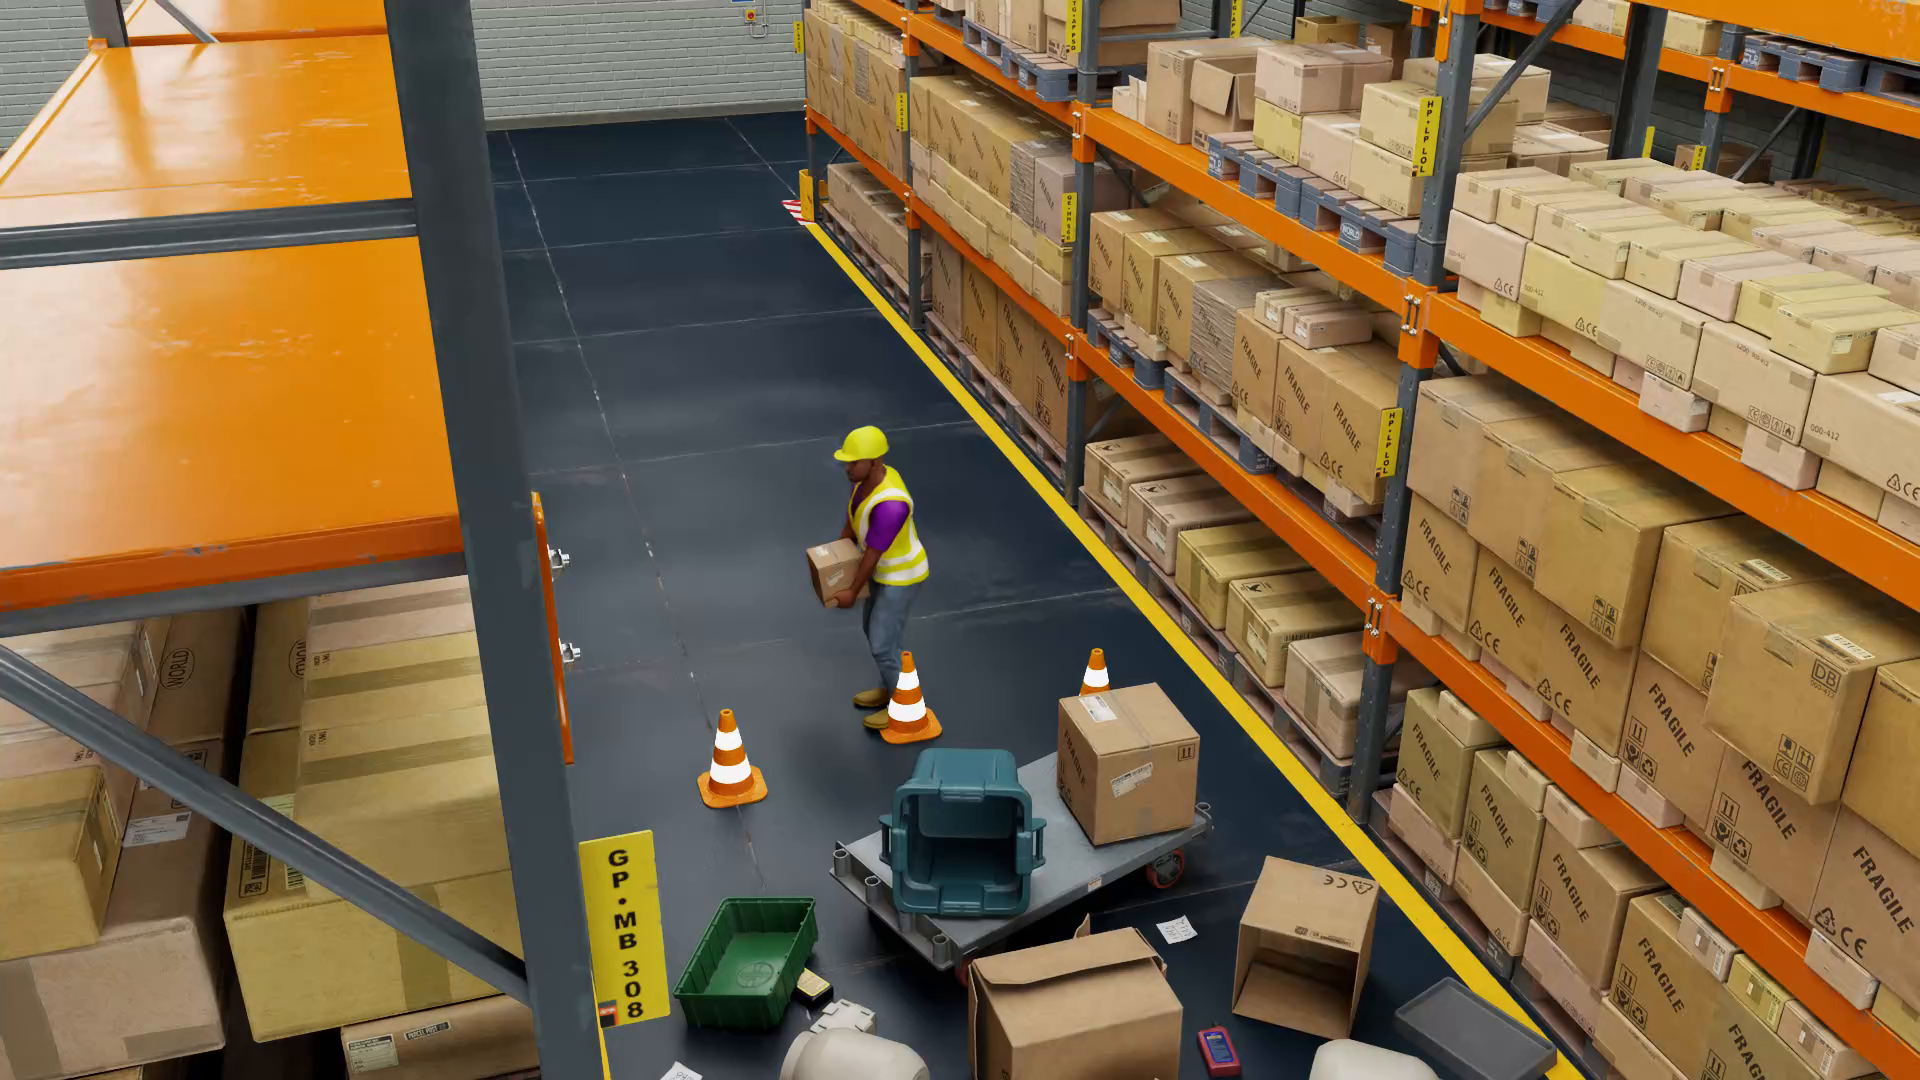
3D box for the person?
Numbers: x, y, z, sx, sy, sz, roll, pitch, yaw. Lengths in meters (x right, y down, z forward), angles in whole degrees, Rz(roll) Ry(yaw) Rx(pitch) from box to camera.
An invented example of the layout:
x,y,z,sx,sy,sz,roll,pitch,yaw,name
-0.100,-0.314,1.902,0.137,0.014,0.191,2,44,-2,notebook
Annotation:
x,y,z,sx,sy,sz,roll,pitch,yaw,name
-0.471,0.204,8.942,0.592,1.746,0.501,-9,27,-17,person
